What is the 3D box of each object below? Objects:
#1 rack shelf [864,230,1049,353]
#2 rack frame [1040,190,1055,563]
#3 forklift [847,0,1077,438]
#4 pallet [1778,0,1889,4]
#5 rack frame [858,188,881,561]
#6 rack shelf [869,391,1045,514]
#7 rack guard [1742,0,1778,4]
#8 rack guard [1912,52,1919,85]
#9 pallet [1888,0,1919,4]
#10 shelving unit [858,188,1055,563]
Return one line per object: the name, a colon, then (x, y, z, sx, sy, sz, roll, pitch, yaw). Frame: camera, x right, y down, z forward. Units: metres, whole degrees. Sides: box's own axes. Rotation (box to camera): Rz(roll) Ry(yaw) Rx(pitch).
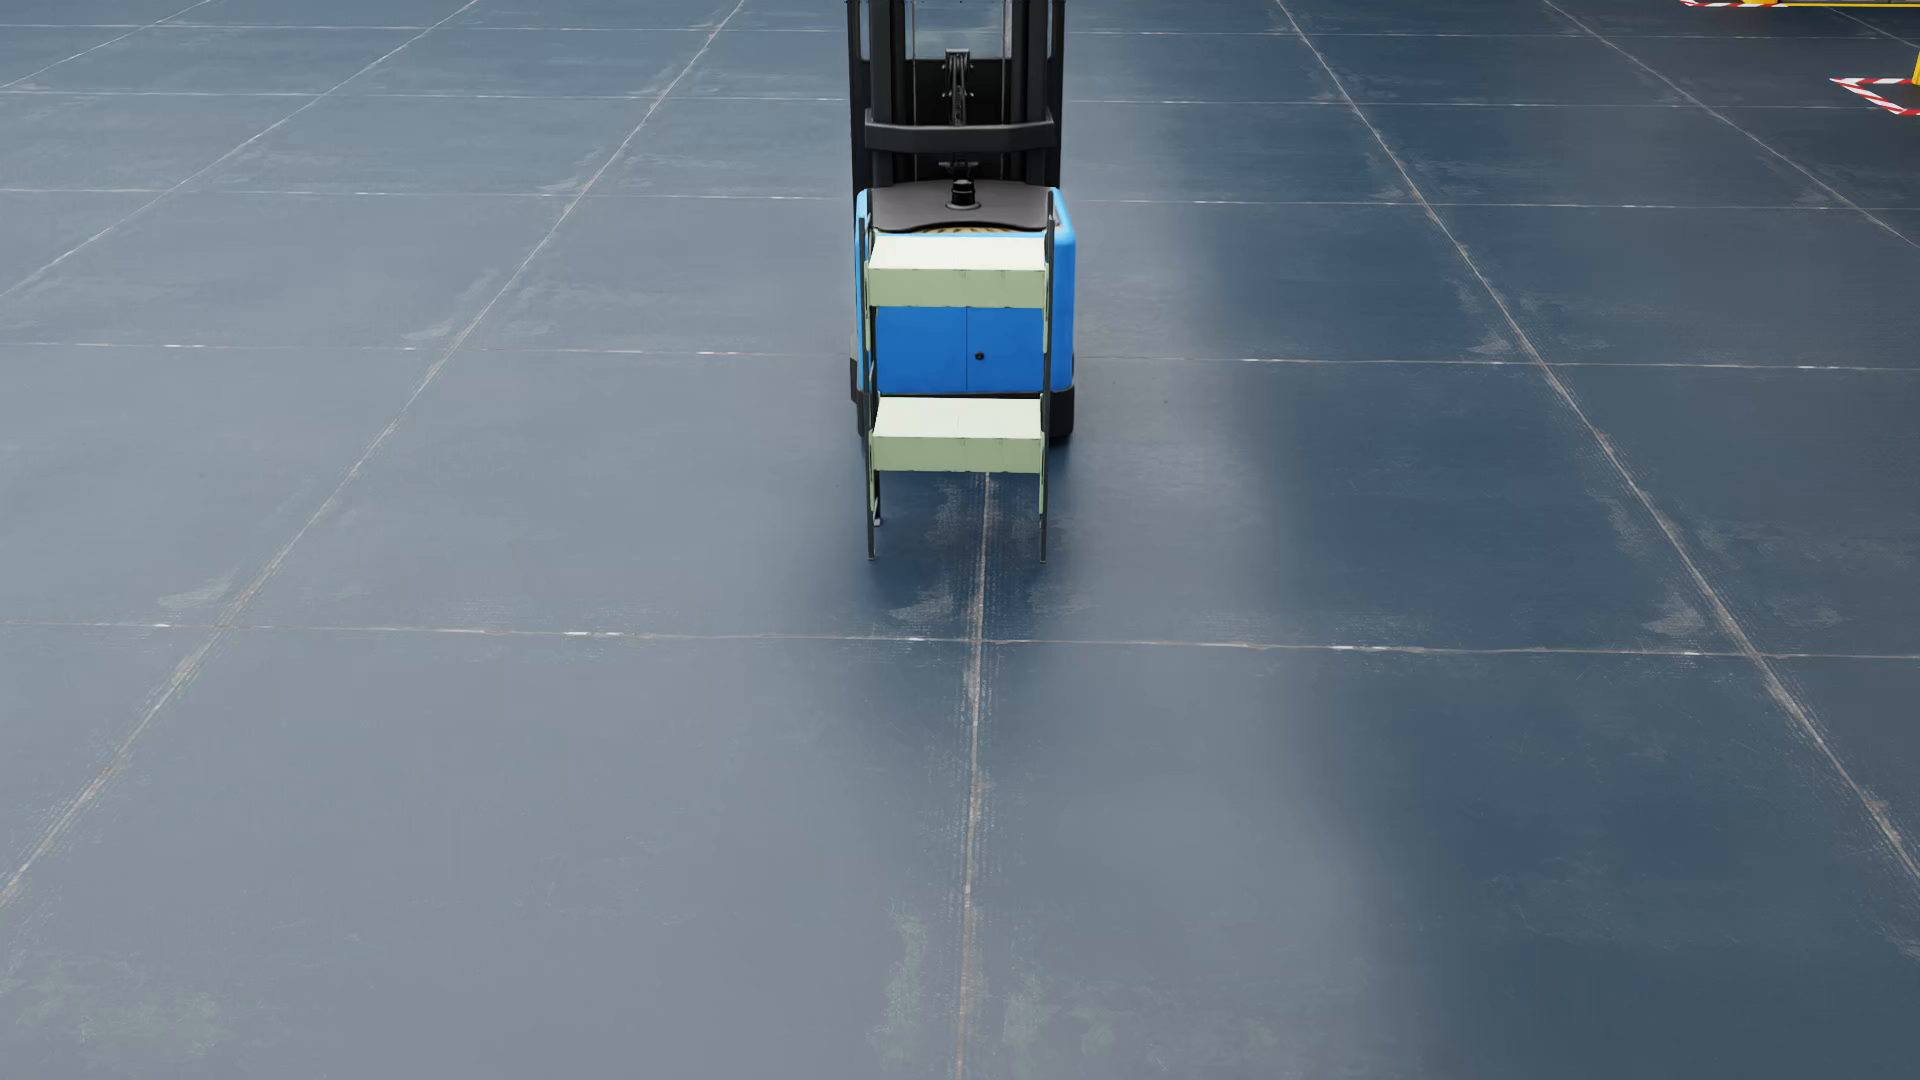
rack shelf: (-0.007, -1.008, 6.716, 0.720, 0.370, 0.431, 1, 28, 2)
rack frame: (0.359, -0.657, 6.888, 0.023, 1.500, 0.400, 1, 28, 2)
forklift: (-0.032, -2.426, 8.696, 1.130, 2.935, 3.031, -1, 28, -2)
pallet: (9.770, -6.314, 18.936, 1.213, 0.211, 1.003, 1, 28, 2)
rack frame: (-0.372, -0.669, 6.910, 0.023, 1.500, 0.400, 1, 28, 2)
rack shelf: (-0.007, -0.375, 7.052, 0.720, 0.370, 0.431, 1, 28, 2)
rack guard: (8.958, -6.458, 18.898, 0.348, 0.500, 1.175, 1, 28, 2)
rack guard: (8.782, -4.117, 14.483, 0.348, 0.500, 1.175, 1, 28, 2)
pallet: (10.986, -6.293, 18.895, 1.213, 0.211, 1.003, 1, 28, 2)
shelving unit: (-0.007, -0.663, 6.899, 0.755, 1.500, 0.431, 1, 28, 2)
